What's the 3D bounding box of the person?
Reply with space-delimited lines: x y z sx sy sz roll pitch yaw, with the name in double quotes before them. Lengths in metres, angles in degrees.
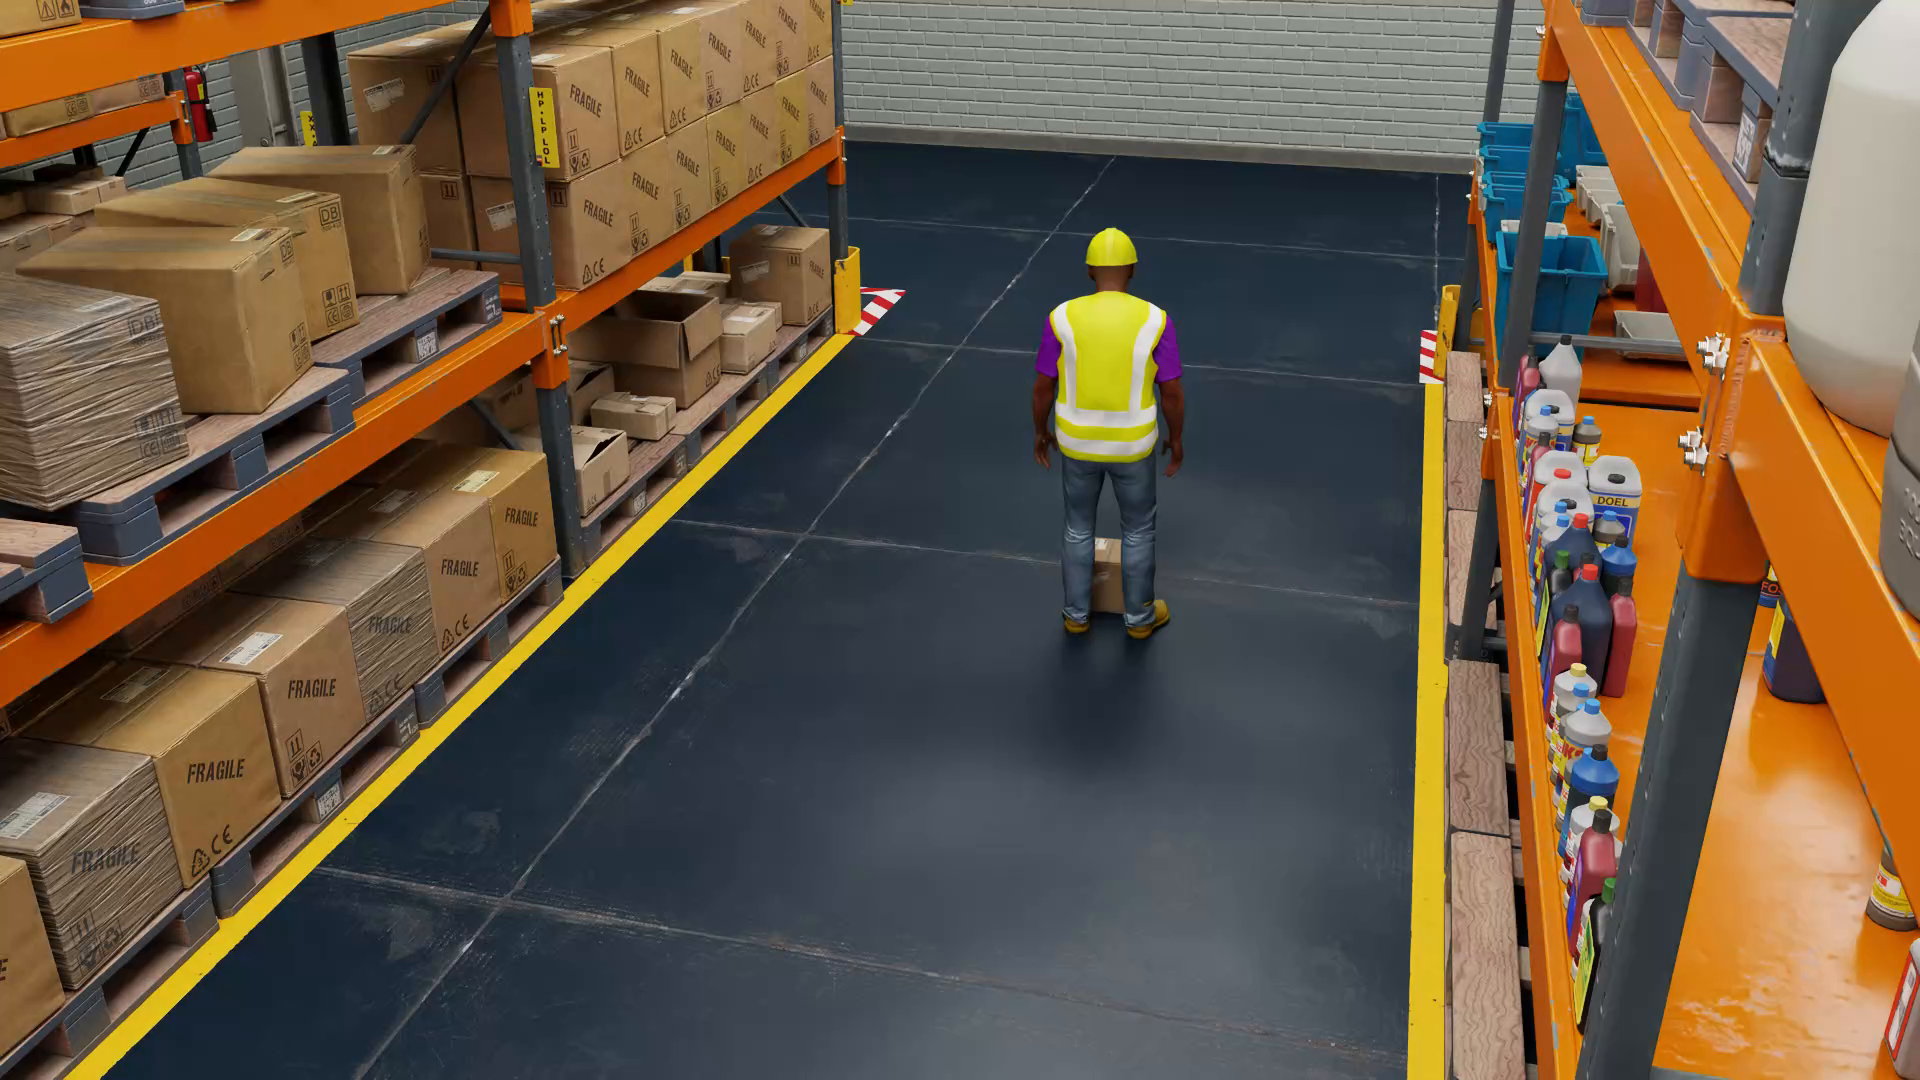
"person" 12.462 -3.914 5.902 23.611 9.002 6.260 5 26 11
